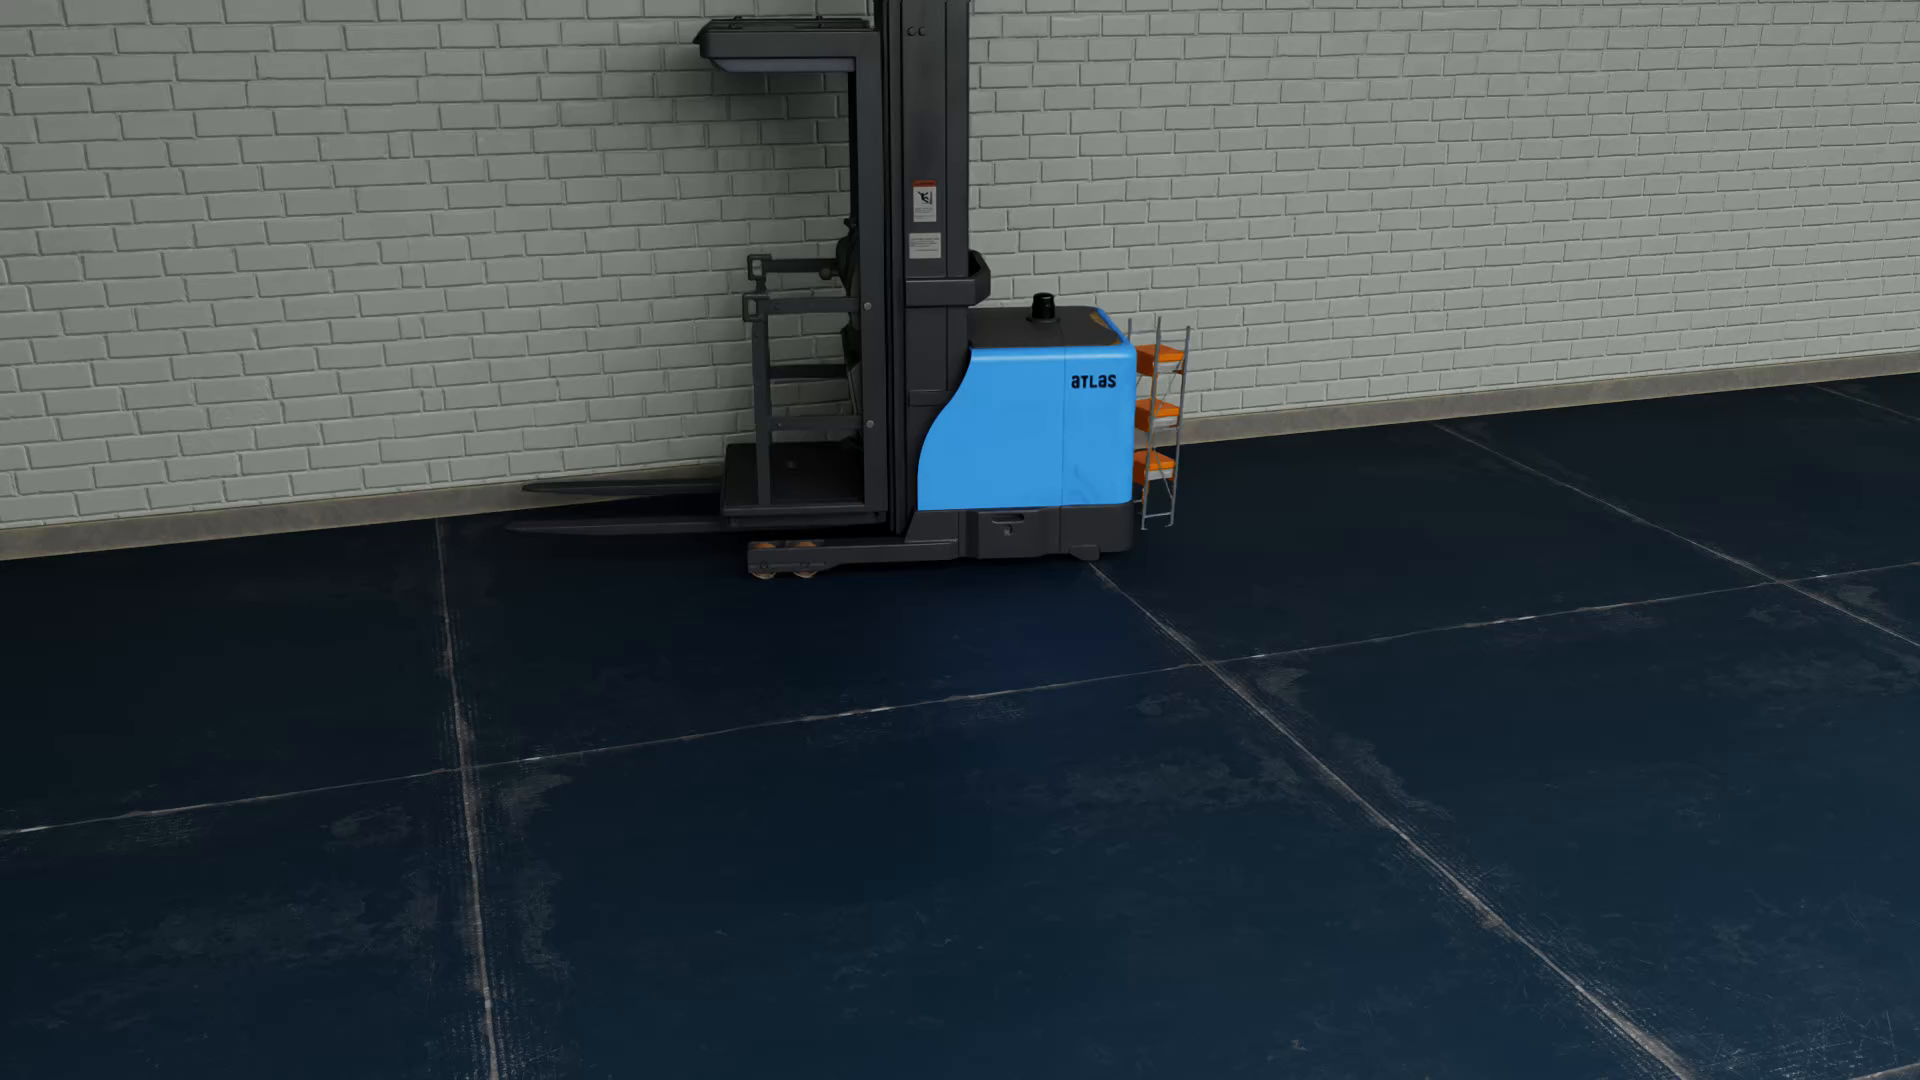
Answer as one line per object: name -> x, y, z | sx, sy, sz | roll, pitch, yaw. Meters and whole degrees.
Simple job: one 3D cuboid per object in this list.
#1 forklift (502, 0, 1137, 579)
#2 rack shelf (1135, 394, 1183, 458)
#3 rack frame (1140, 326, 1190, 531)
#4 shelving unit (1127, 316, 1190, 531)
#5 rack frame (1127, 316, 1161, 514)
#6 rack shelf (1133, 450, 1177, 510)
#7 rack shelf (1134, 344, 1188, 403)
forklift -> -0.702, -1.383, 7.932 | 3.031, 2.935, 1.130 | -2, 20, -5
rack shelf -> 0.976, -0.584, 8.505 | 0.215, 0.259, 0.240 | -8, 21, -29
rack frame -> 1.037, -0.558, 8.402 | 0.200, 1.050, 0.008 | -8, 21, -29
shelving unit -> 0.976, -0.594, 8.502 | 0.215, 1.050, 0.252 | -8, 21, -29
rack frame -> 0.916, -0.630, 8.602 | 0.200, 1.050, 0.008 | -8, 21, -29
rack shelf -> 0.964, -0.321, 8.593 | 0.215, 0.259, 0.240 | -8, 21, -29
rack shelf -> 0.988, -0.853, 8.416 | 0.215, 0.259, 0.240 | -8, 21, -29
